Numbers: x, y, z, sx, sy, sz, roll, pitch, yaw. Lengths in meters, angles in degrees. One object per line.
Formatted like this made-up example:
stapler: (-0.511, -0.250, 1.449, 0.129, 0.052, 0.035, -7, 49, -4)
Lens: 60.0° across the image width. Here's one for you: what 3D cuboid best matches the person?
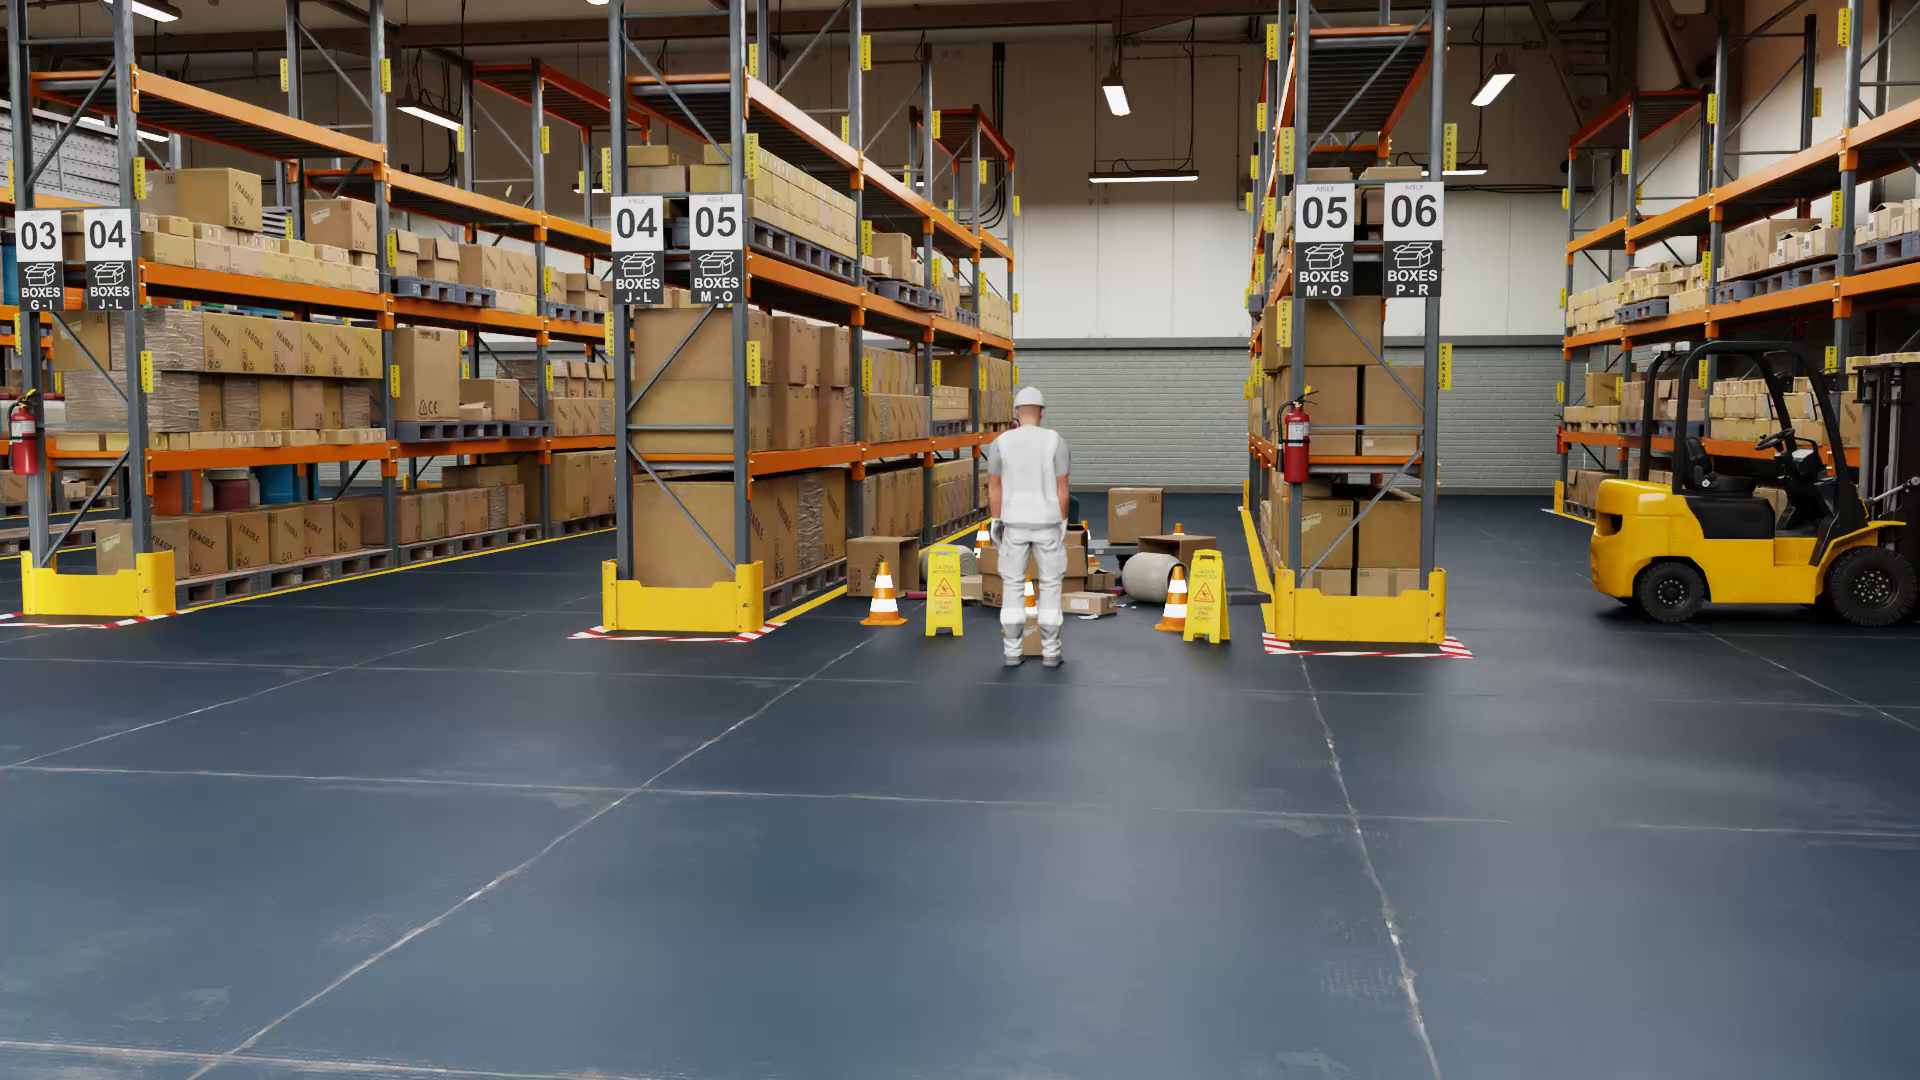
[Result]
person: (0.446, -0.088, 10.648, 0.529, 1.774, 0.364, 1, 4, 10)
